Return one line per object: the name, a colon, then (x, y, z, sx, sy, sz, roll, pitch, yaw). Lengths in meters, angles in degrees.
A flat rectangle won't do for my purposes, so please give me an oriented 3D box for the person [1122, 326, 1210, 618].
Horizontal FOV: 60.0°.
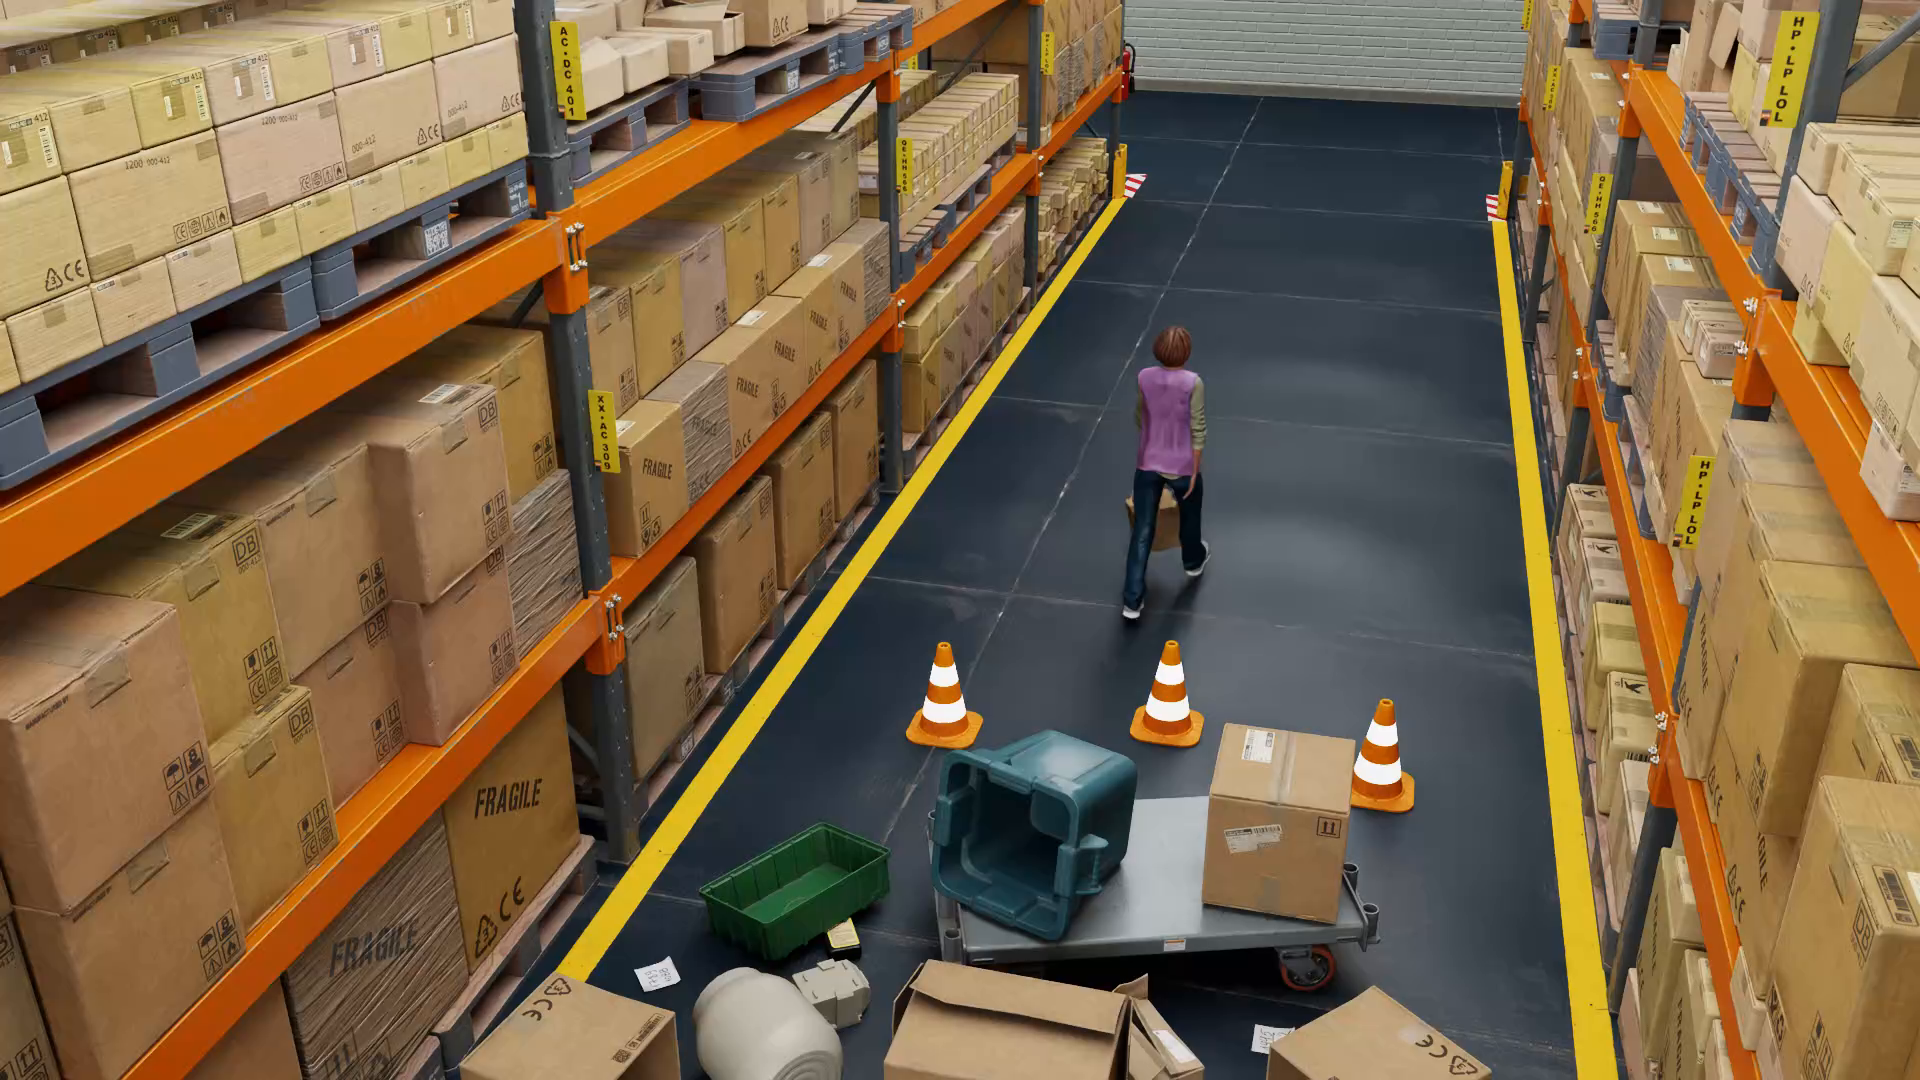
person: (1.123, -0.415, 8.998, 0.432, 1.533, 0.954, 10, 27, 19)
